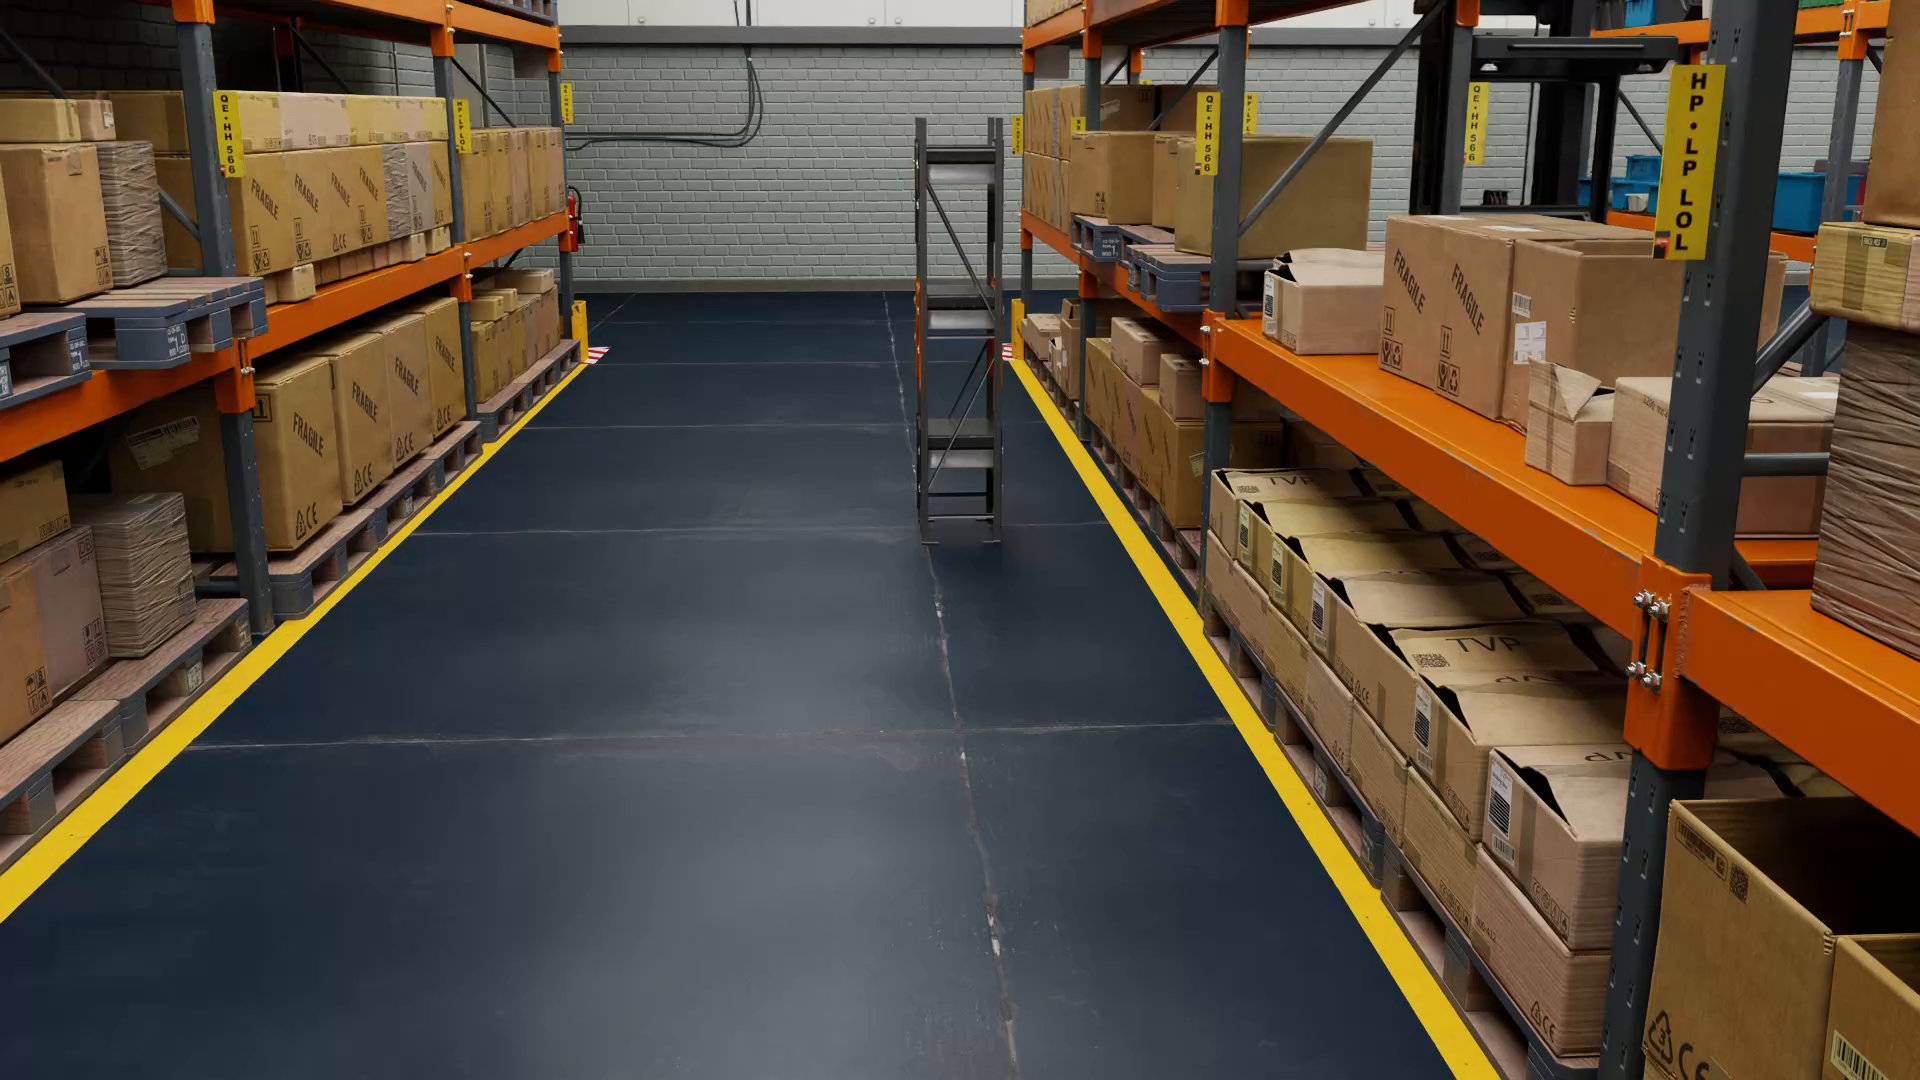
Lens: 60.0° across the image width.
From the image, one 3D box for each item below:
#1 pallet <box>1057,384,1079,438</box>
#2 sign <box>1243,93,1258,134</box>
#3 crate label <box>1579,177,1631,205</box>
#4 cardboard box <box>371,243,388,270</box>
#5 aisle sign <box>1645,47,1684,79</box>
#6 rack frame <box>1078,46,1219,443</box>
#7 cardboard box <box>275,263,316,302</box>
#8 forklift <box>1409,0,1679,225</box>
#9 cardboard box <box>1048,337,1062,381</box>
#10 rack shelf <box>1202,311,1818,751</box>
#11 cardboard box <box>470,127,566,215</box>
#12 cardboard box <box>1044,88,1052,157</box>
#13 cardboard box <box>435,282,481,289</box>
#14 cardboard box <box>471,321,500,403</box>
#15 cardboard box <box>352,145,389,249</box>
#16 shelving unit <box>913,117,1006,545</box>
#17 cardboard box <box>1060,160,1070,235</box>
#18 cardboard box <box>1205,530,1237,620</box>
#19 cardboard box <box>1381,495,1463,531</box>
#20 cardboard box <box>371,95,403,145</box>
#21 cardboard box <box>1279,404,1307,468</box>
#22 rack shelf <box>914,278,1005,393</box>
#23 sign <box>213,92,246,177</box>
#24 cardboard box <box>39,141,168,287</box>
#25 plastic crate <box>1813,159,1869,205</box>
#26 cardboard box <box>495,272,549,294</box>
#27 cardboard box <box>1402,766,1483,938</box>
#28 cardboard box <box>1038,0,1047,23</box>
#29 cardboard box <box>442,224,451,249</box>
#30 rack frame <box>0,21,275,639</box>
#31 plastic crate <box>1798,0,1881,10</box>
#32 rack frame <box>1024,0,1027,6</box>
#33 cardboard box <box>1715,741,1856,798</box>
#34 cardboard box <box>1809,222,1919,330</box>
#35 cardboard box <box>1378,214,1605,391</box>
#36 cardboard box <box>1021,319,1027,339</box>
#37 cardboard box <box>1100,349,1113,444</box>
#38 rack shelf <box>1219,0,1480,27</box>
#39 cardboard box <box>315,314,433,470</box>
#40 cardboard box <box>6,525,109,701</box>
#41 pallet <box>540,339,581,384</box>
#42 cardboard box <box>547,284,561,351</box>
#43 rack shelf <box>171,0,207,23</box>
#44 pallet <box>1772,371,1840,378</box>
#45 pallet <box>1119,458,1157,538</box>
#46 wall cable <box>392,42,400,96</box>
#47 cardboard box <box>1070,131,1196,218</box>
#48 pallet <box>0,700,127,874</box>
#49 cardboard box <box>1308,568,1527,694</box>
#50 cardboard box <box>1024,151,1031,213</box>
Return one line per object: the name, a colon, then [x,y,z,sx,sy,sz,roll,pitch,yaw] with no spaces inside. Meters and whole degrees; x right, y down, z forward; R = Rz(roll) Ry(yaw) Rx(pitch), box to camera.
pallet: [1.255,-0.943,11.769,1.003,0.211,1.213,-1,14,-3]
sign: [1.850,-2.693,10.650,0.100,0.325,0.005,-1,14,-3]
crate label: [5.680,-3.075,14.673,0.416,0.233,0.303,-1,14,-3]
cardboard box: [-3.309,-1.537,8.945,0.380,0.149,0.250,-1,14,-5]
aisle sign: [6.281,-4.475,14.681,0.394,0.787,0.004,-1,14,-3]
rack frame: [1.297,-2.123,10.758,1.000,3.000,0.127,-1,14,-3]
cardboard box: [-3.128,-1.154,7.458,0.380,0.149,0.250,0,14,-2]
forklift: [3.068,-1.645,9.038,1.130,2.935,3.031,-1,14,-3]
cardboard box: [0.932,-1.358,12.297,0.500,0.311,0.500,-1,14,-3]
rack shelf: [1.668,-0.282,5.048,1.077,0.370,4.000,-1,14,-3]
cardboard box: [-3.854,-3.059,13.794,0.980,0.700,0.700,0,14,-1]
cardboard box: [0.911,-3.155,12.563,0.500,0.500,0.500,-1,14,-4]
cardboard box: [-3.879,-1.887,12.714,0.380,0.149,0.250,-1,14,-3]
cardboard box: [-3.591,-1.226,11.445,0.700,0.500,0.500,-1,14,-3]
cardboard box: [-3.267,-1.761,8.513,0.500,0.500,0.500,0,14,-2]
shelving unit: [-0.010,-1.058,8.425,0.431,2.100,0.503,-1,14,-3]
cardboard box: [0.976,-2.420,11.711,0.500,0.500,0.500,0,14,-2]
cardboard box: [1.284,0.135,6.658,0.500,0.250,0.500,-1,14,-4]
cardboard box: [1.861,-0.016,6.118,0.500,0.311,0.500,-1,14,-4]
cardboard box: [-3.309,-2.245,8.887,0.500,0.250,0.500,-1,14,-2]
cardboard box: [1.763,-0.378,8.111,0.500,0.500,0.500,-1,14,-5]
rack shelf: [-0.010,-1.045,8.428,0.431,0.518,0.480,-1,14,-3]
sign: [-2.858,-1.584,6.498,0.100,0.325,0.005,-1,14,-3]
cardboard box: [-3.360,-1.196,6.070,0.700,0.500,0.500,-3,15,-10]
plastic crate: [6.436,-2.484,11.914,0.402,0.464,0.583,-1,14,-3]
cardboard box: [-3.546,-2.082,13.471,0.380,0.149,0.250,0,14,-2]
cardboard box: [1.448,0.770,4.188,0.500,0.250,0.500,-1,14,-4]
cardboard box: [0.878,-4.117,12.790,0.500,0.250,0.500,-1,14,-3]
cardboard box: [-3.344,-1.854,10.176,0.380,0.149,0.250,-1,14,-3]
rack frame: [-3.400,-1.051,6.591,1.000,3.000,0.127,-1,14,-3]
plastic crate: [5.913,-3.649,11.095,0.450,0.188,0.662,-1,14,-3]
rack frame: [1.049,-6.023,13.877,1.000,3.000,0.127,-1,14,-3]
cardboard box: [2.015,0.617,3.660,0.500,0.311,0.500,-1,14,-3]
cardboard box: [1.616,-0.426,2.660,0.380,0.149,0.250,-1,14,-4]
cardboard box: [1.665,-0.760,5.258,0.500,0.500,0.500,-2,15,-6]
cardboard box: [0.732,-1.841,14.499,0.380,0.149,0.250,-1,14,-3]
cardboard box: [1.127,-0.869,10.017,0.500,0.500,0.500,-1,14,-3]
rack shelf: [1.668,-1.735,4.674,1.077,0.370,4.000,-1,14,-3]
cardboard box: [-3.419,-0.827,9.193,0.750,0.750,0.750,0,14,-2]
cardboard box: [-3.387,0.255,5.649,0.700,0.500,0.500,-1,14,-4]
pallet: [-3.768,-1.492,13.903,1.003,0.211,1.213,-1,14,-3]
cardboard box: [-3.752,-1.861,13.912,0.700,0.500,0.500,-1,14,-3]
rack shelf: [-3.276,-1.658,4.373,1.077,0.370,4.000,-1,14,-3]
pallet: [6.156,-1.030,12.107,1.003,0.211,1.213,-1,14,-3]
pallet: [1.463,-0.267,9.139,1.003,0.211,1.213,-1,14,-3]
wall cable: [-4.919,-3.836,15.378,0.084,1.984,1.851,-1,14,-3]
cardboard box: [1.103,-2.254,10.222,0.700,0.500,0.500,-6,16,-22]
pallet: [-3.280,0.797,5.006,1.003,0.211,1.213,-1,14,-3]
cardboard box: [1.386,0.249,5.091,0.500,0.311,0.500,-1,14,-4]
cardboard box: [0.813,-3.052,14.167,0.500,0.500,0.500,-1,14,-2]
